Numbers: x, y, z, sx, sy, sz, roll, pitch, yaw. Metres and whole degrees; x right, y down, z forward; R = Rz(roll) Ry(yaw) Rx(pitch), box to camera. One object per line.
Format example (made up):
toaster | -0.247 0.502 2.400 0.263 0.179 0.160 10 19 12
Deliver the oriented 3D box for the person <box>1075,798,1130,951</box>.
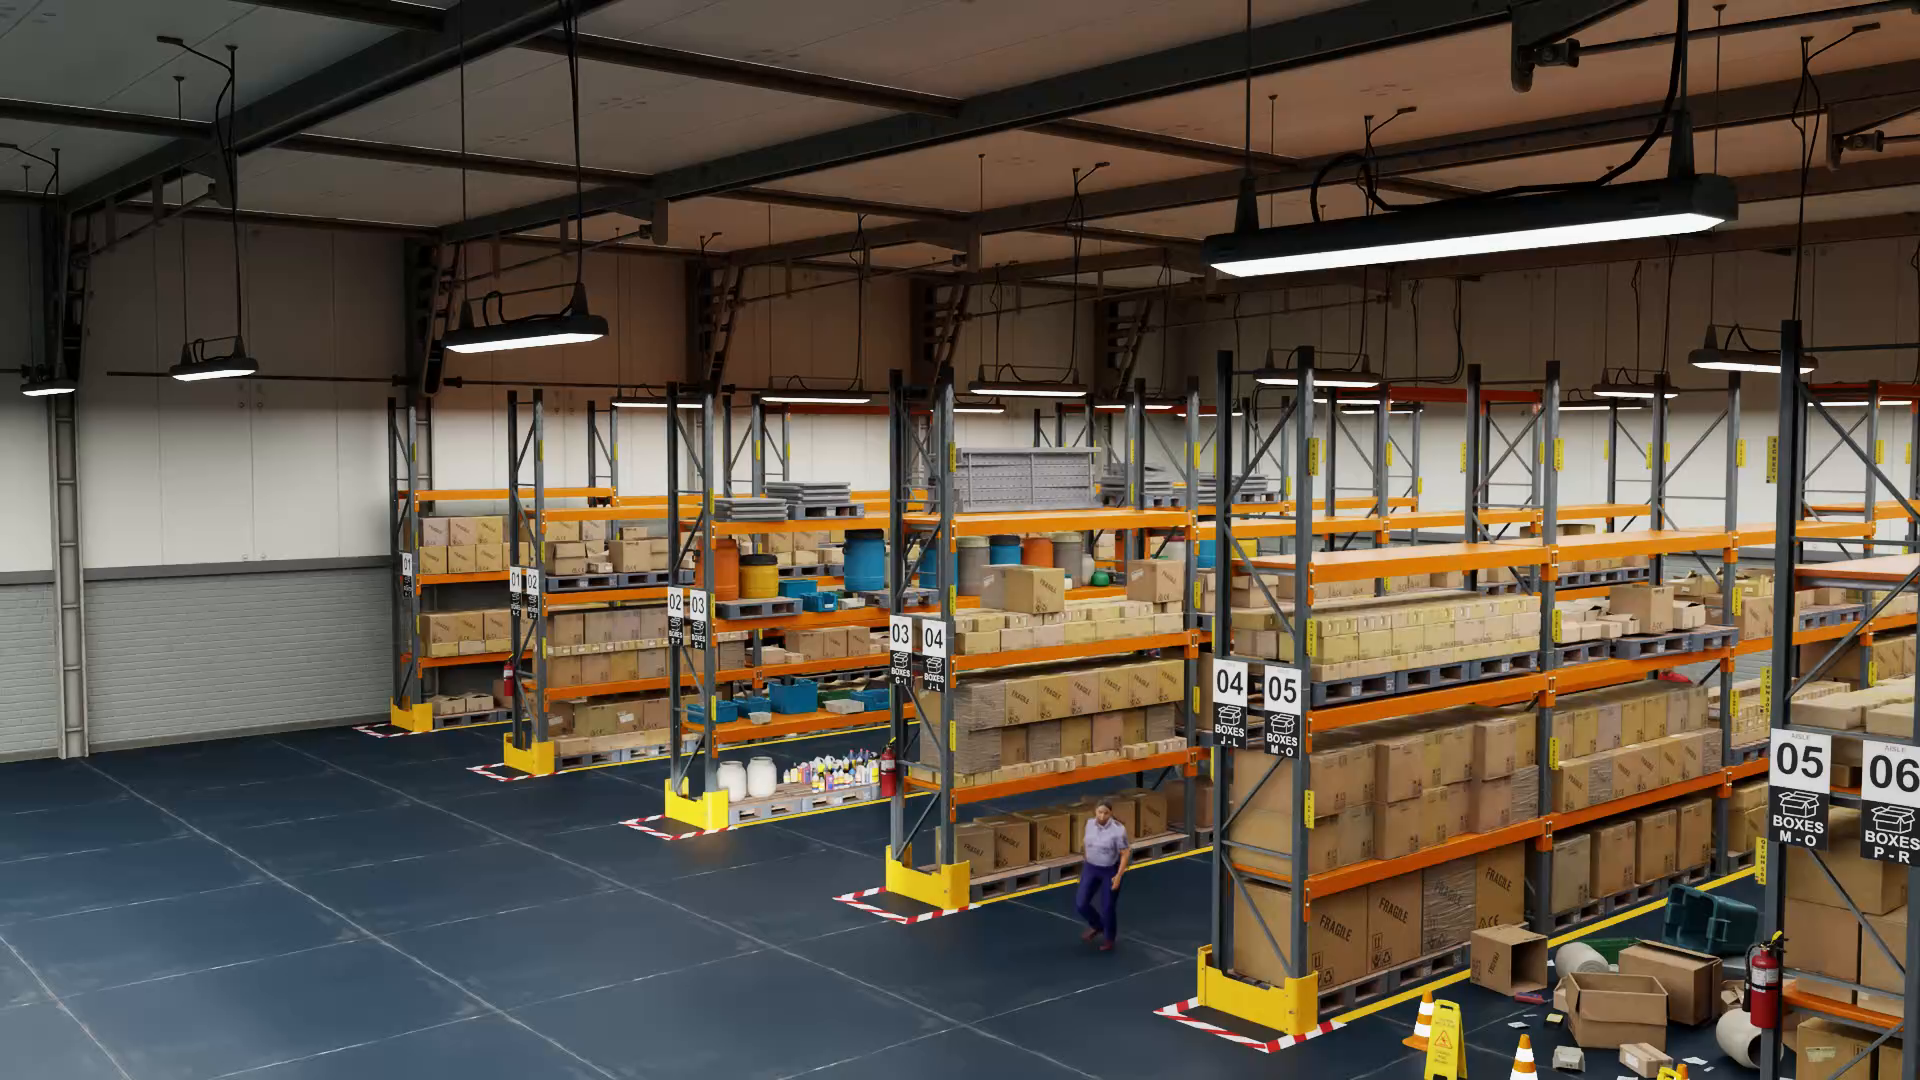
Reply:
person | 1.456 3.383 16.842 0.603 1.603 0.604 2 4 27

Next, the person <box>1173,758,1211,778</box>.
person | 3.494 2.985 24.476 1.235 1.566 0.699 -1 4 -23

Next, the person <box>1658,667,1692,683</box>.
person | 11.237 2.769 26.393 0.650 1.797 0.871 3 5 44
